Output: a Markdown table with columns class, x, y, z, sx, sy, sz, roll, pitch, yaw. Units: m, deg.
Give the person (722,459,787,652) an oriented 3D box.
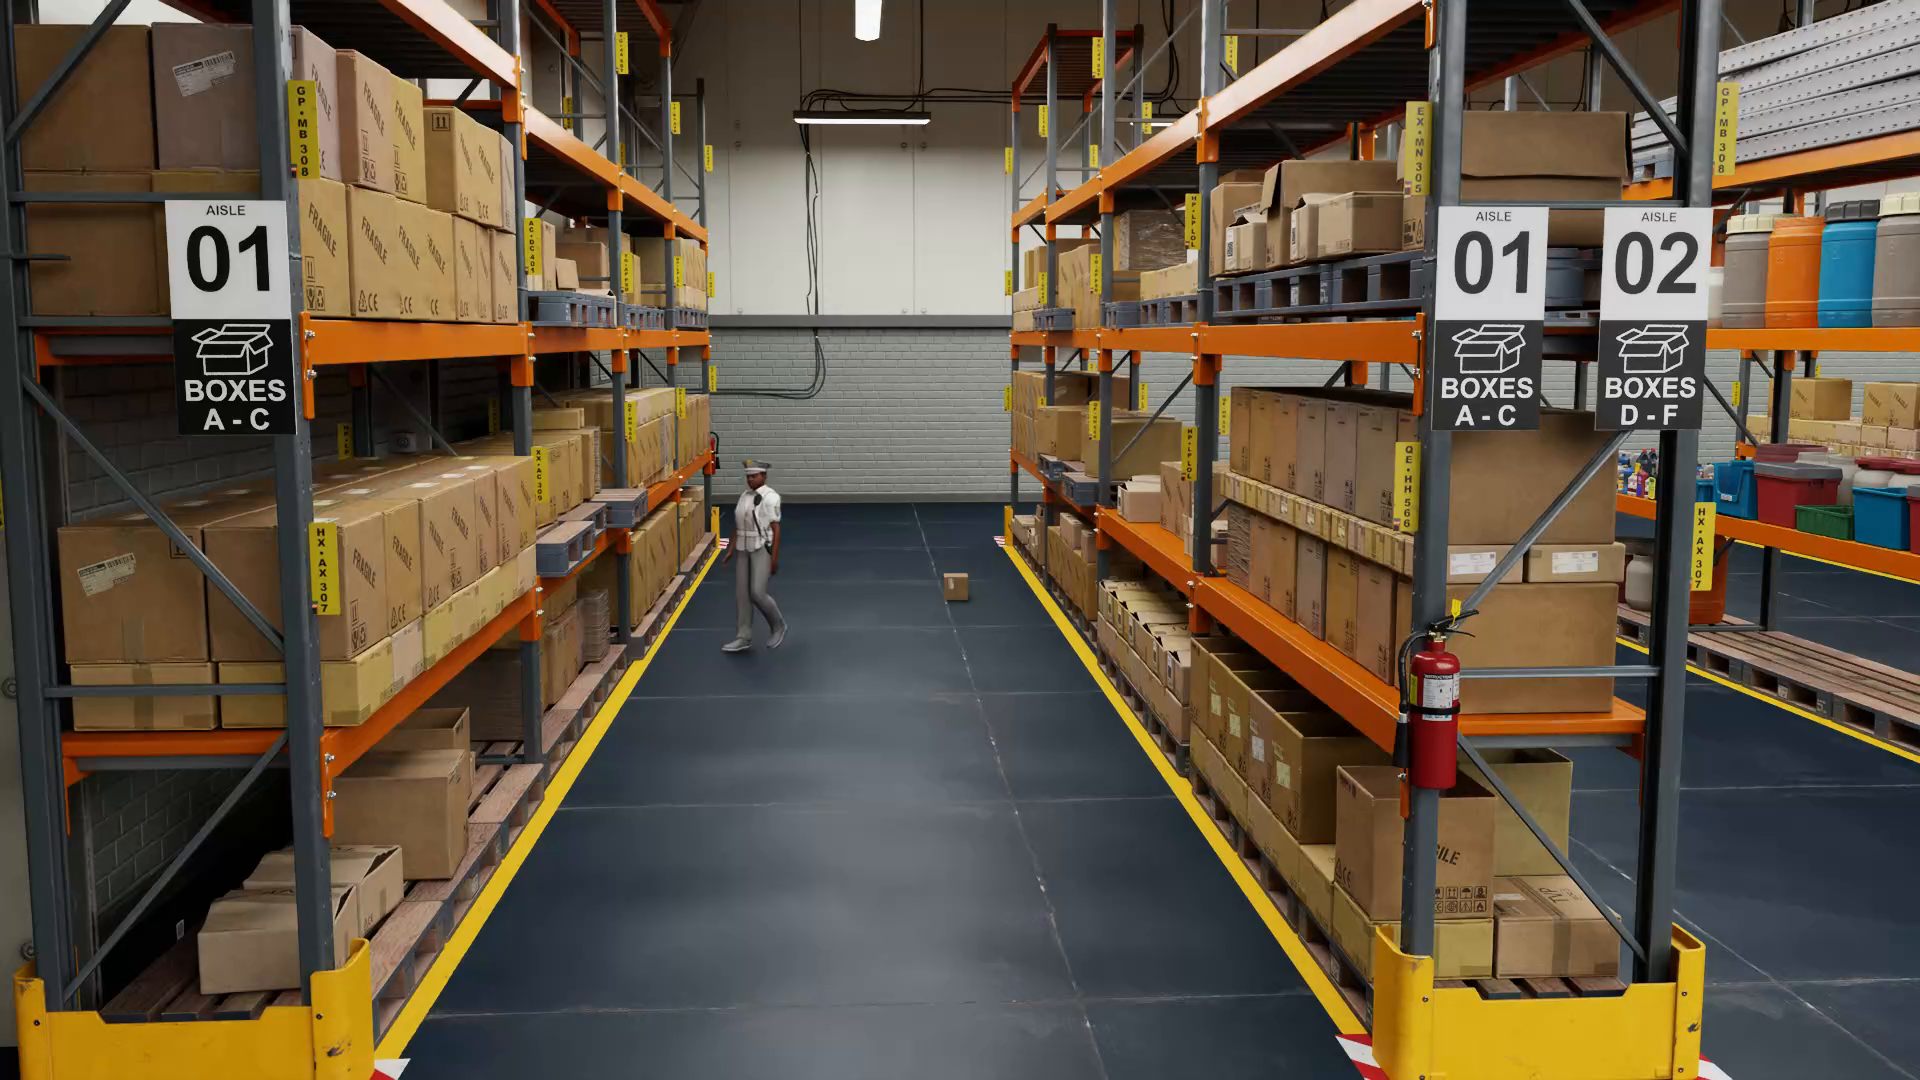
| class | x | y | z | sx | sy | sz | roll | pitch | yaw |
| --- | --- | --- | --- | --- | --- | --- | --- | --- | --- |
| person | -1.821 | 0.130 | 14.474 | 0.468 | 1.665 | 0.527 | 5 | 9 | 38 |
